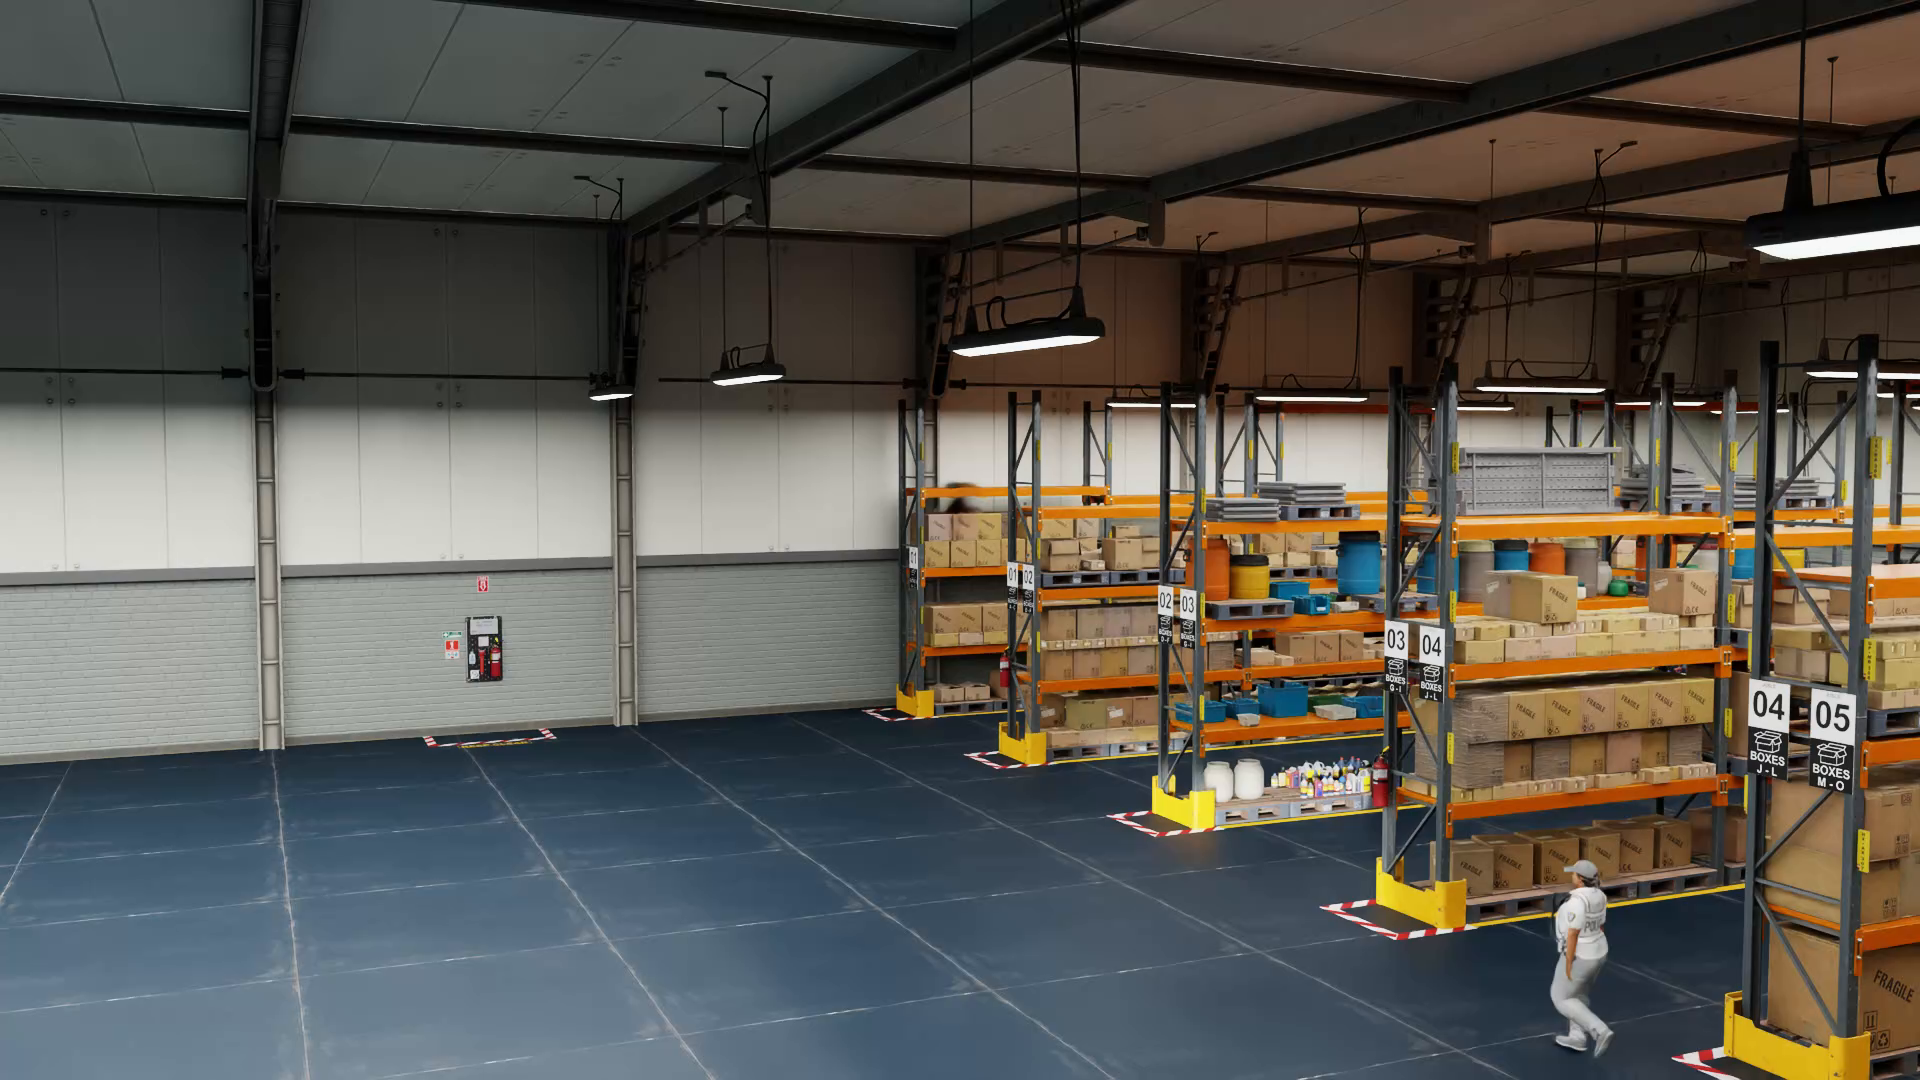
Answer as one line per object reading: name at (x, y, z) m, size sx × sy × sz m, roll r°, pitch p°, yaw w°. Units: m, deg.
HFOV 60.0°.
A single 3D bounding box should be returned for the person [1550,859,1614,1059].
person at (5.233, 3.509, 13.964) m, size 0.559 × 1.653 × 0.496 m, roll 3°, pitch 4°, yaw 42°
